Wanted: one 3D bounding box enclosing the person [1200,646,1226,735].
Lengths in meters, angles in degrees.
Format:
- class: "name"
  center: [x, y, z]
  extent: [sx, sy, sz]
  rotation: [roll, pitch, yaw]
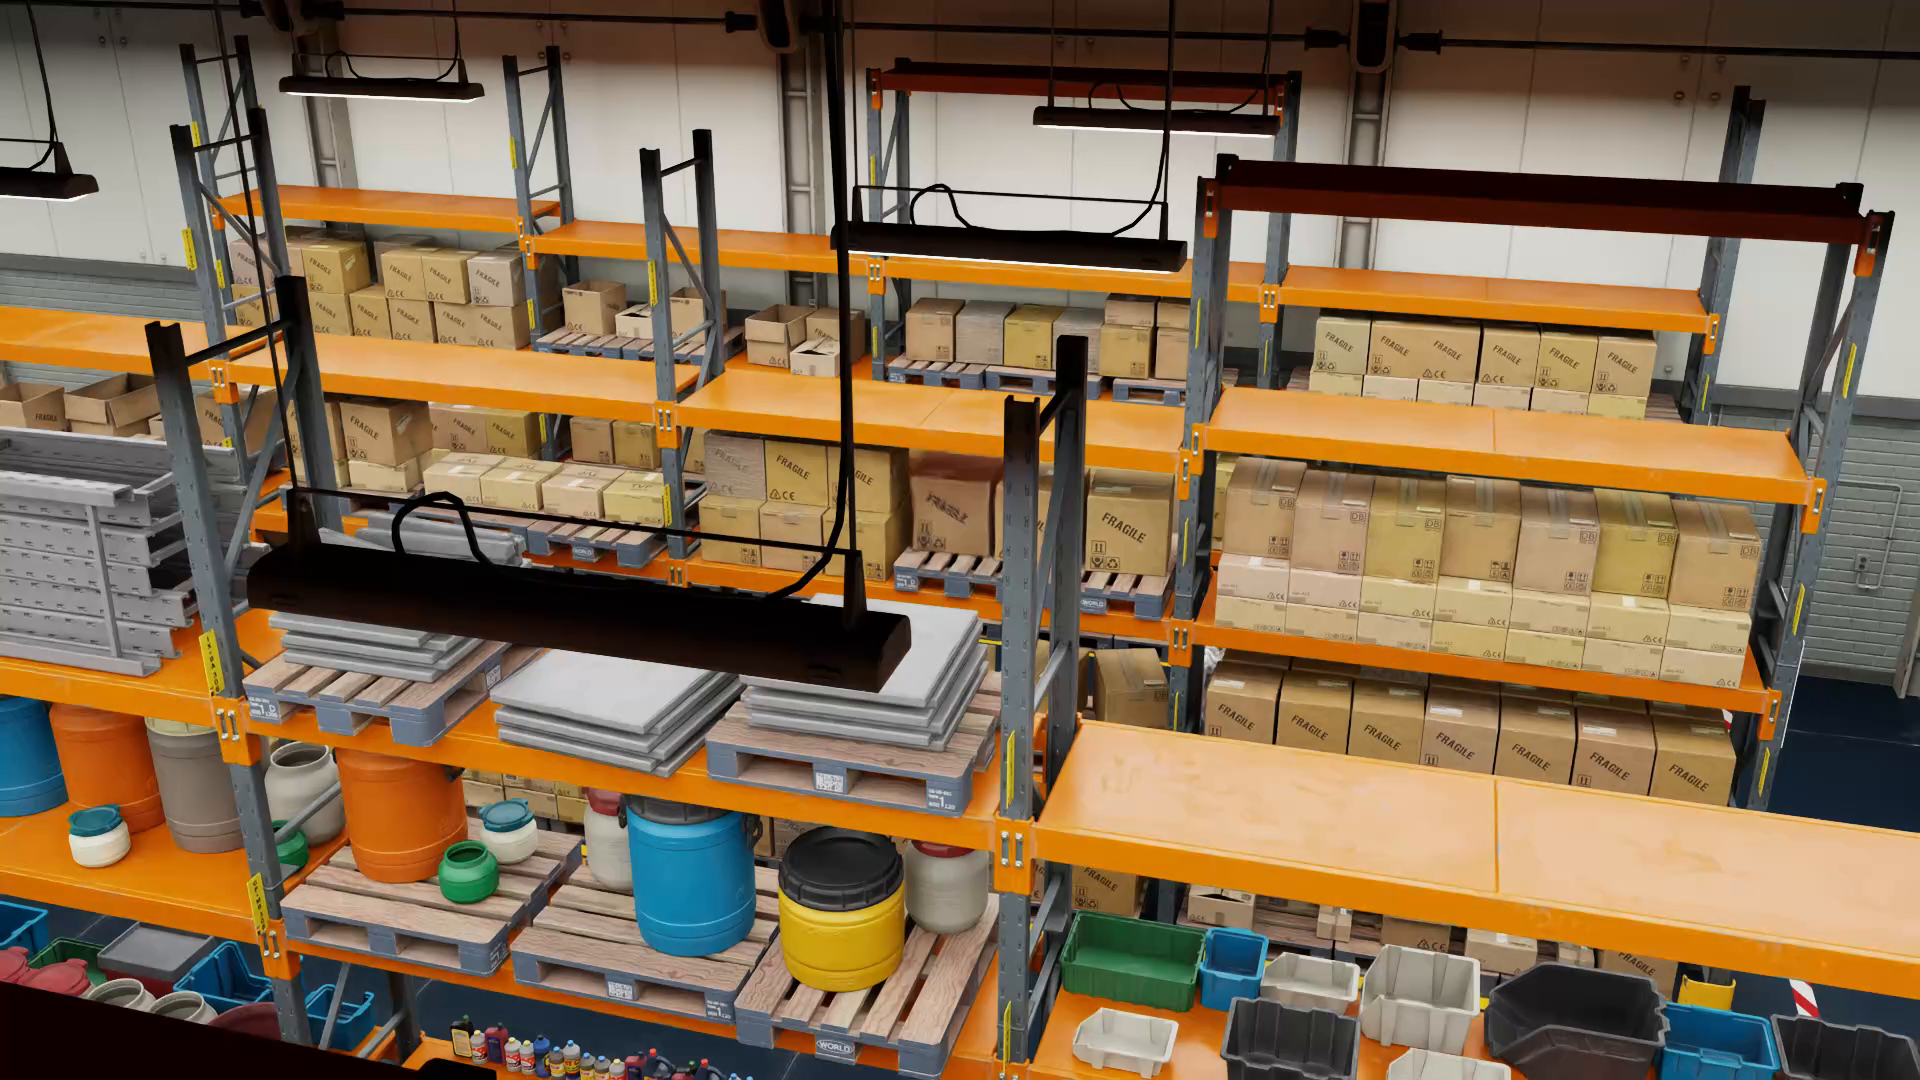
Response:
- class: "person"
  center: [2.240, 1.463, 15.089]
  extent: [0.480, 1.676, 0.515]
  rotation: [21, 30, 40]
